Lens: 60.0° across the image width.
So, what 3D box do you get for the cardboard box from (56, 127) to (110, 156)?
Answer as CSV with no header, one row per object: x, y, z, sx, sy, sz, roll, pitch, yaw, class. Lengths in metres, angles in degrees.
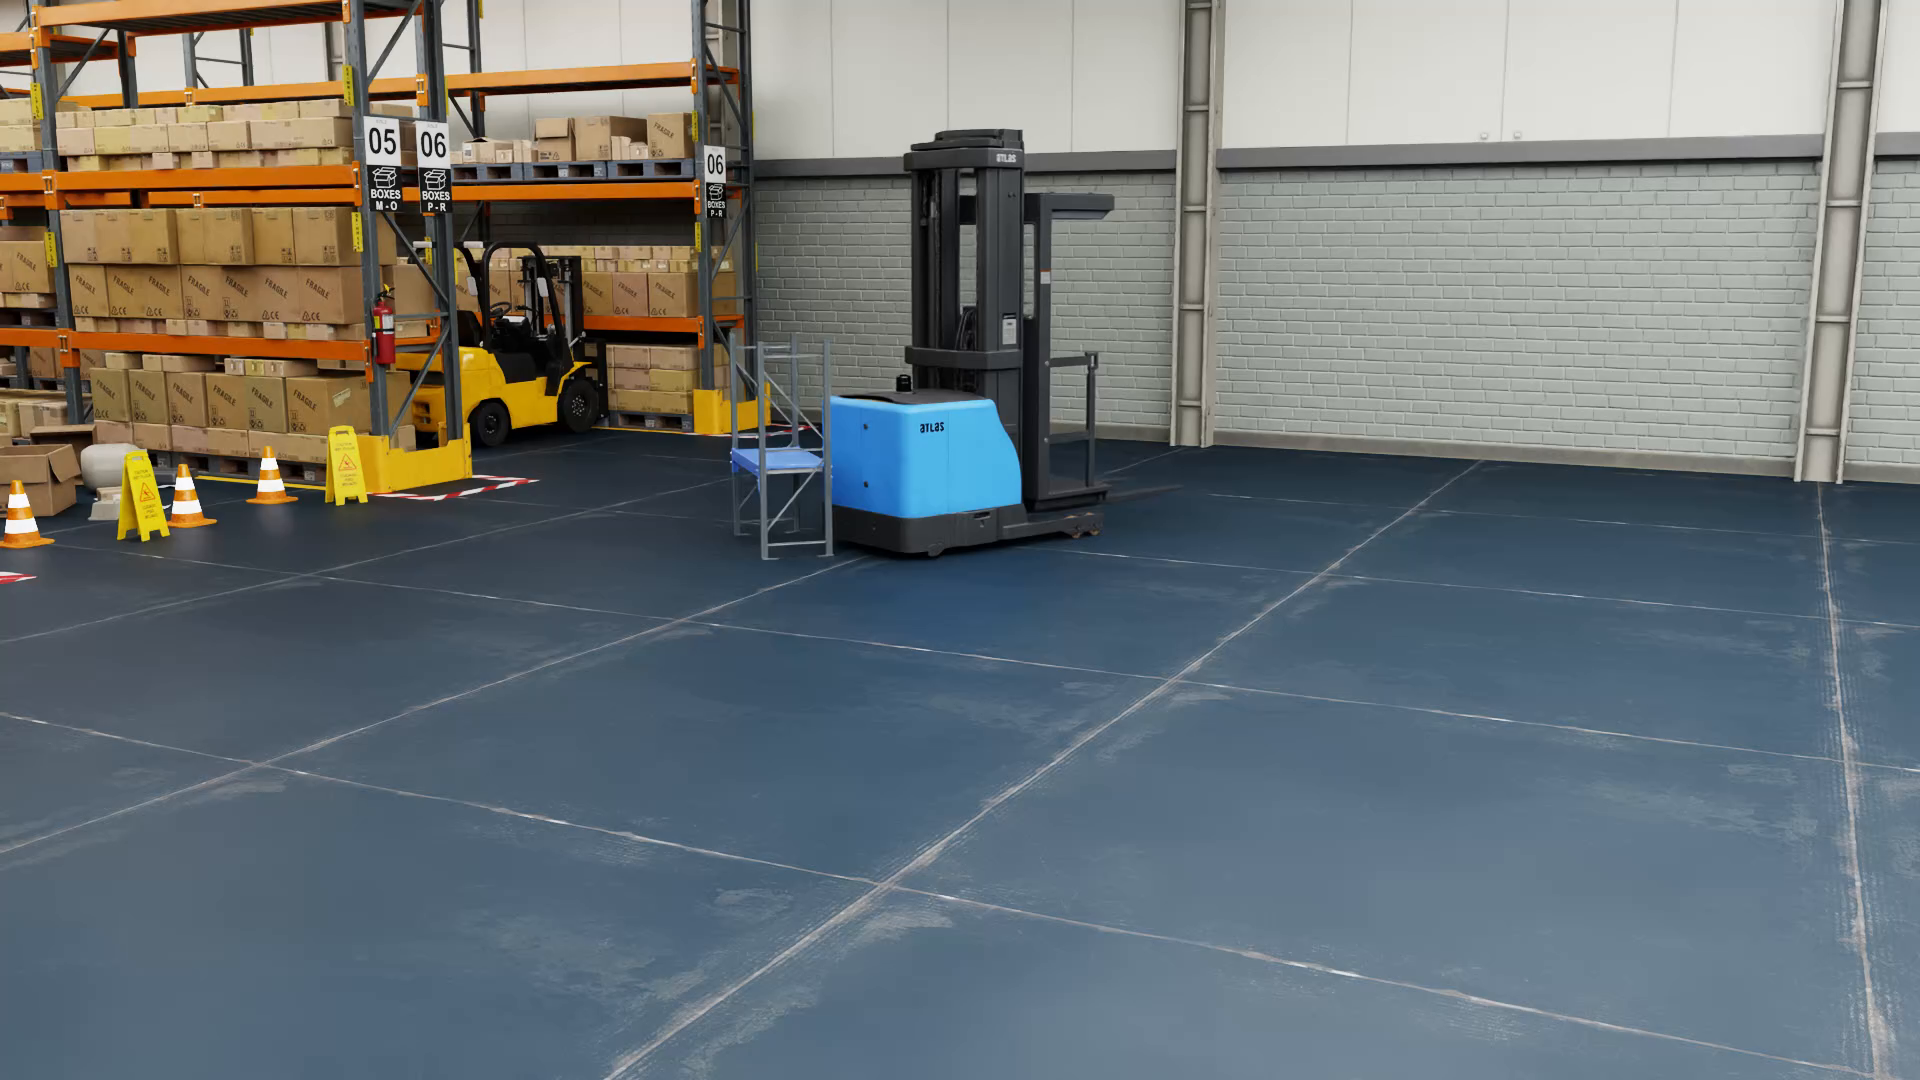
-8.169,-3.764,15.767,0.500,0.250,0.500,5,11,25,cardboard box

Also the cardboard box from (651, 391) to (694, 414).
-3.224,-1.612,19.254,0.500,0.250,0.500,5,11,26,cardboard box

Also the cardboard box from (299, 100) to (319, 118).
-5.504,-3.729,14.456,0.250,0.149,0.380,5,12,27,cardboard box

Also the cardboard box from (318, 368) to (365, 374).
-5.949,-1.351,15.709,0.500,0.500,0.500,5,11,24,cardboard box

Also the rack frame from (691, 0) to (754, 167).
-2.663,-5.724,18.587,0.127,3.000,1.000,5,11,26,rack frame

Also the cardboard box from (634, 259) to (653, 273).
-3.545,-3.168,19.210,0.250,0.149,0.380,5,12,27,cardboard box

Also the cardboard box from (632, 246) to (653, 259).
-3.559,-3.312,19.168,0.250,0.149,0.380,5,12,27,cardboard box

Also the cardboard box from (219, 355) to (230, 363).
-10.311,-2.378,22.784,0.500,0.500,0.500,5,12,27,cardboard box

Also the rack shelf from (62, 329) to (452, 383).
-6.649,-1.782,15.674,4.000,0.370,1.077,5,11,26,rack shelf

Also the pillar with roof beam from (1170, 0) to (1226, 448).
0.588,-4.762,13.274,0.400,9.000,9.100,5,11,26,pillar with roof beam

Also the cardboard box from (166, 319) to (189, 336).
-7.159,-1.992,15.518,0.250,0.149,0.380,5,11,26,cardboard box

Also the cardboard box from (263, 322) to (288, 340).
-6.027,-1.891,14.964,0.250,0.149,0.380,5,12,27,cardboard box

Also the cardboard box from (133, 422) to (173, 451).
-7.549,-1.017,15.971,0.500,0.250,0.500,6,12,29,cardboard box

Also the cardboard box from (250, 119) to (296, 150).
-5.878,-3.566,14.676,0.500,0.250,0.500,5,11,25,cardboard box

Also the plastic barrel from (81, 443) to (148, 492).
-7.378,-0.632,14.532,0.512,0.421,0.421,-4,11,-23,plastic barrel

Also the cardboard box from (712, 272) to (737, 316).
-2.984,-2.904,19.573,0.500,0.500,0.500,5,12,28,cardboard box

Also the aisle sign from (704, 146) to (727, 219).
-2.734,-3.999,18.602,0.004,0.787,0.394,5,11,26,aisle sign

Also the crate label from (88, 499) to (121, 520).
-6.731,-0.246,13.203,0.298,0.136,0.250,-1,10,-4,crate label

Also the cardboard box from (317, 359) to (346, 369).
-8.090,-2.285,21.924,0.625,0.625,0.875,5,11,23,cardboard box

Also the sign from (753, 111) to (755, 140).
-2.412,-4.805,19.256,0.005,0.325,0.100,5,11,26,sign

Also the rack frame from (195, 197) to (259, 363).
-9.837,-3.402,22.604,0.127,3.000,1.000,5,11,26,rack frame

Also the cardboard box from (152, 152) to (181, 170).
-7.154,-3.467,15.245,0.250,0.149,0.380,5,11,25,cardboard box

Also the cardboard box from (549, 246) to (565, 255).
-4.673,-3.423,19.785,0.250,0.149,0.380,5,11,26,cardboard box

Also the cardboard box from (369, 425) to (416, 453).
-5.457,-0.940,15.542,0.500,0.250,0.500,5,11,25,cardboard box

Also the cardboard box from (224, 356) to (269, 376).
-6.508,-1.601,15.270,0.250,0.149,0.380,6,12,28,cardboard box

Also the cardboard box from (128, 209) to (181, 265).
-7.257,-2.824,15.489,0.500,0.500,0.700,5,11,25,cardboard box

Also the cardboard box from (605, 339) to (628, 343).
-4.360,-2.307,20.286,0.500,0.250,0.500,5,11,25,cardboard box

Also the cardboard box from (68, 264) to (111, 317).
-8.171,-2.410,16.008,0.500,0.500,0.500,5,11,26,cardboard box

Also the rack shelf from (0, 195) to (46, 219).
-15.218,-4.997,25.013,4.000,0.370,1.077,5,11,26,rack shelf

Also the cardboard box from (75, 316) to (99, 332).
-8.302,-2.094,16.083,0.250,0.149,0.380,5,11,26,cardboard box

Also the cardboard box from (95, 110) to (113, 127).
-7.826,-3.923,15.529,0.250,0.149,0.380,5,11,24,cardboard box

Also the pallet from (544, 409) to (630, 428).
-4.457,-1.549,20.198,1.213,0.211,1.003,5,11,26,pallet

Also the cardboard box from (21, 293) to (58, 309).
-9.026,-2.373,16.446,0.250,0.149,0.380,5,11,27,cardboard box

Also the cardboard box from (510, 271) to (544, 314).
-5.038,-2.981,19.998,0.500,0.500,0.500,5,11,25,cardboard box

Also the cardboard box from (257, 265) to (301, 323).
-5.911,-2.213,14.919,0.500,0.500,0.500,5,11,26,cardboard box

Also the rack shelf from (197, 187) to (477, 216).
-8.043,-4.366,21.530,4.000,0.370,1.077,5,11,26,rack shelf

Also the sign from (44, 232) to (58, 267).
-8.685,-2.774,15.886,0.005,0.325,0.100,5,11,26,sign

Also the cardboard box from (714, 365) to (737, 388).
-2.992,-1.941,19.672,0.500,0.250,0.500,5,12,27,cardboard box

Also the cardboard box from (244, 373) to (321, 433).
-6.159,-1.263,15.223,0.500,0.500,0.500,6,12,28,cardboard box

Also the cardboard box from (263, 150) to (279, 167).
-5.958,-3.386,14.797,0.250,0.149,0.380,5,11,26,cardboard box

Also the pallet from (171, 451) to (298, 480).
-6.727,-0.778,15.938,1.213,0.211,1.003,5,11,26,pallet

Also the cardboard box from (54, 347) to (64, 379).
-12.608,-2.579,23.899,0.500,0.500,0.500,5,11,25,cardboard box

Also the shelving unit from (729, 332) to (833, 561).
-1.290,-0.699,11.880,0.538,1.500,1.048,-3,11,-18,shelving unit

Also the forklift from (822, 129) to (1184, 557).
0.443,-1.521,12.405,3.031,2.935,1.130,-9,14,-40,forklift

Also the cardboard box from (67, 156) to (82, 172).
-8.270,-3.582,15.880,0.250,0.149,0.380,5,11,25,cardboard box

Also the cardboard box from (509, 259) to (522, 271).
-5.178,-3.300,19.936,0.250,0.149,0.380,5,11,25,cardboard box

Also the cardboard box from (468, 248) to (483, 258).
-5.813,-3.526,20.350,0.250,0.149,0.380,5,11,27,cardboard box

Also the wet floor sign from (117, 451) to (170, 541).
-6.053,-0.335,12.271,0.232,0.644,0.267,3,11,16,wet floor sign

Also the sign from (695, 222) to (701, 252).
-2.915,-3.372,18.524,0.005,0.325,0.100,5,11,26,sign

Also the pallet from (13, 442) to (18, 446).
-10.240,-1.079,17.597,1.213,0.211,1.003,5,11,26,pallet

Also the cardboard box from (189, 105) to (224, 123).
-6.680,-3.818,14.948,0.250,0.149,0.380,5,12,27,cardboard box

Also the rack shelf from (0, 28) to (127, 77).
-10.236,-4.852,16.917,4.000,0.370,1.077,5,11,26,rack shelf

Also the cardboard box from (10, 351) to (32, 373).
-13.912,-2.690,25.044,0.500,0.311,0.500,5,12,28,cardboard box

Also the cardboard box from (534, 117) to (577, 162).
-4.549,-4.699,19.599,0.637,0.503,0.797,5,12,28,cardboard box
